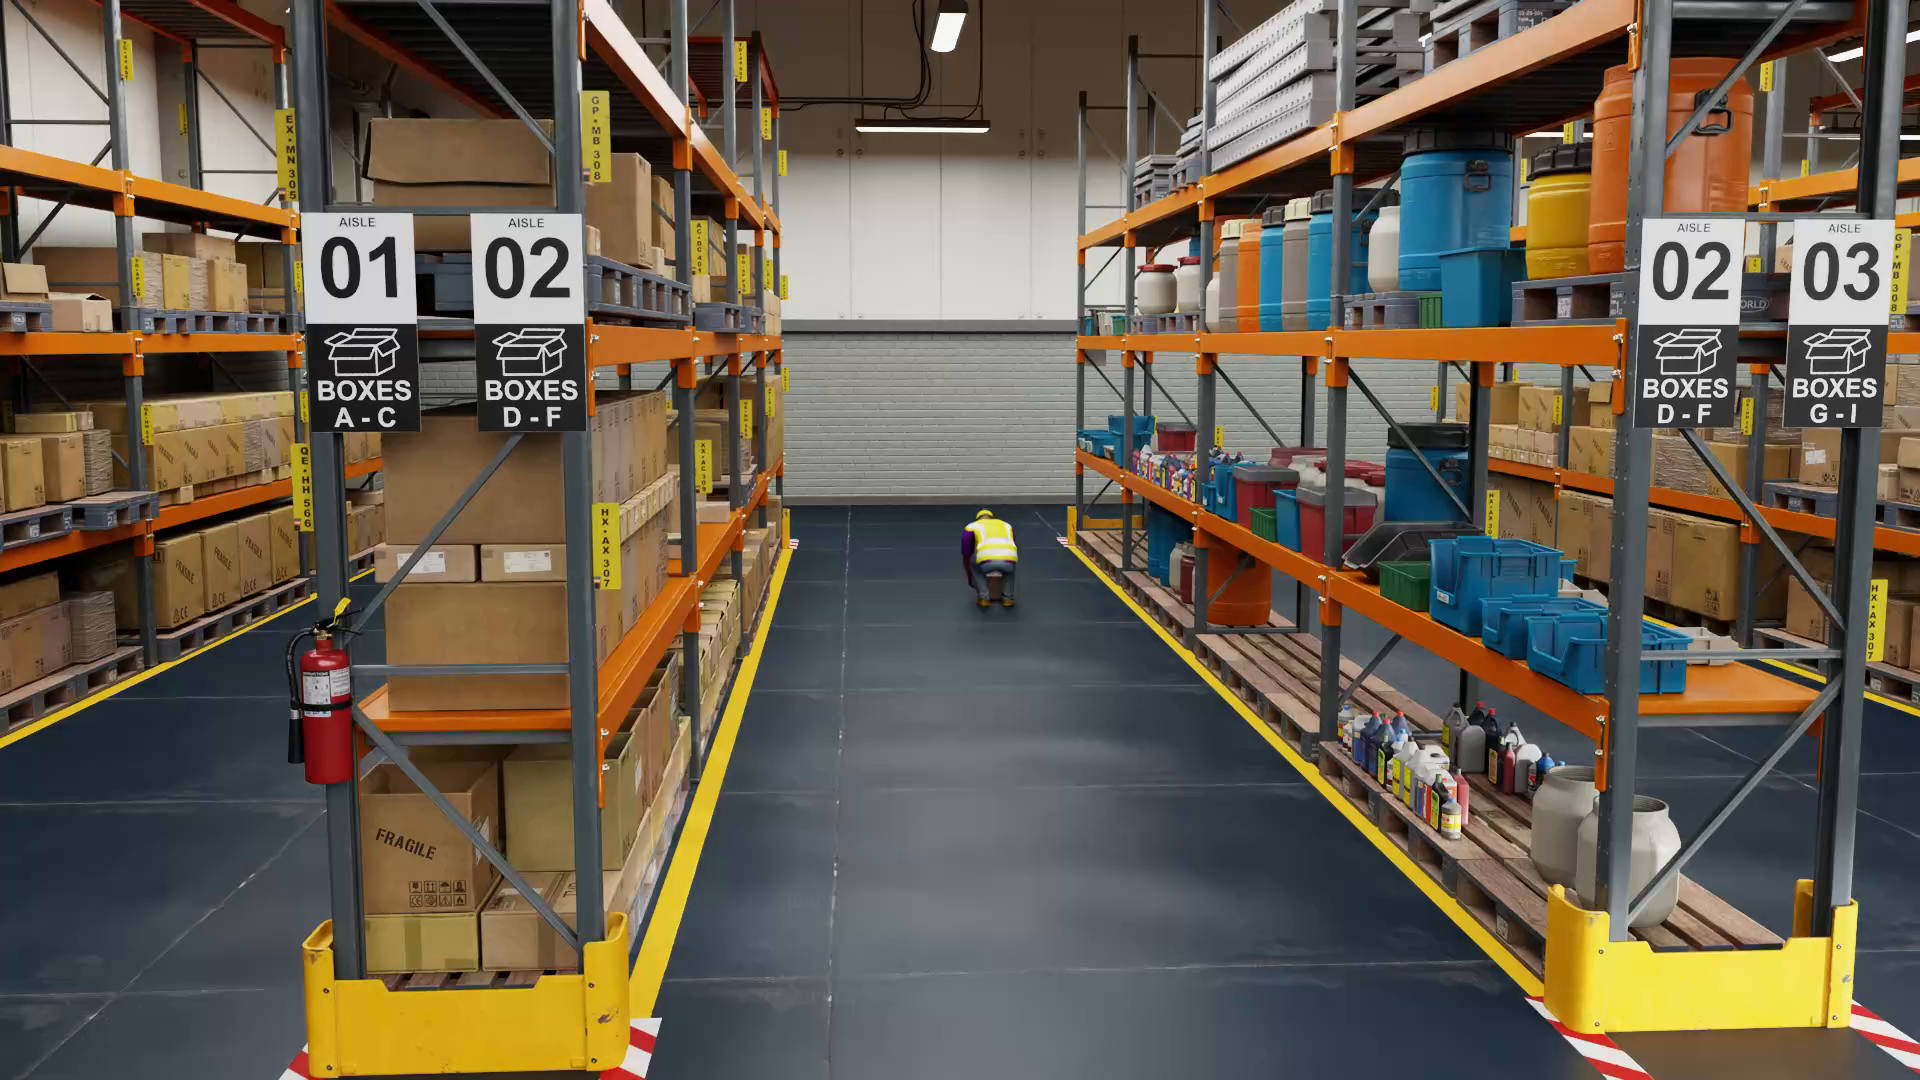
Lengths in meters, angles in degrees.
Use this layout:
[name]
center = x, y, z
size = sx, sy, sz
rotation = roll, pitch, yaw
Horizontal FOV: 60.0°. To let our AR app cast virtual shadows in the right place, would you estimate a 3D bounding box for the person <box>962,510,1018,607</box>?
[person]
center = 0.313, 0.192, 17.470
size = 0.575, 0.957, 0.900
rotation = 0, 7, -4
